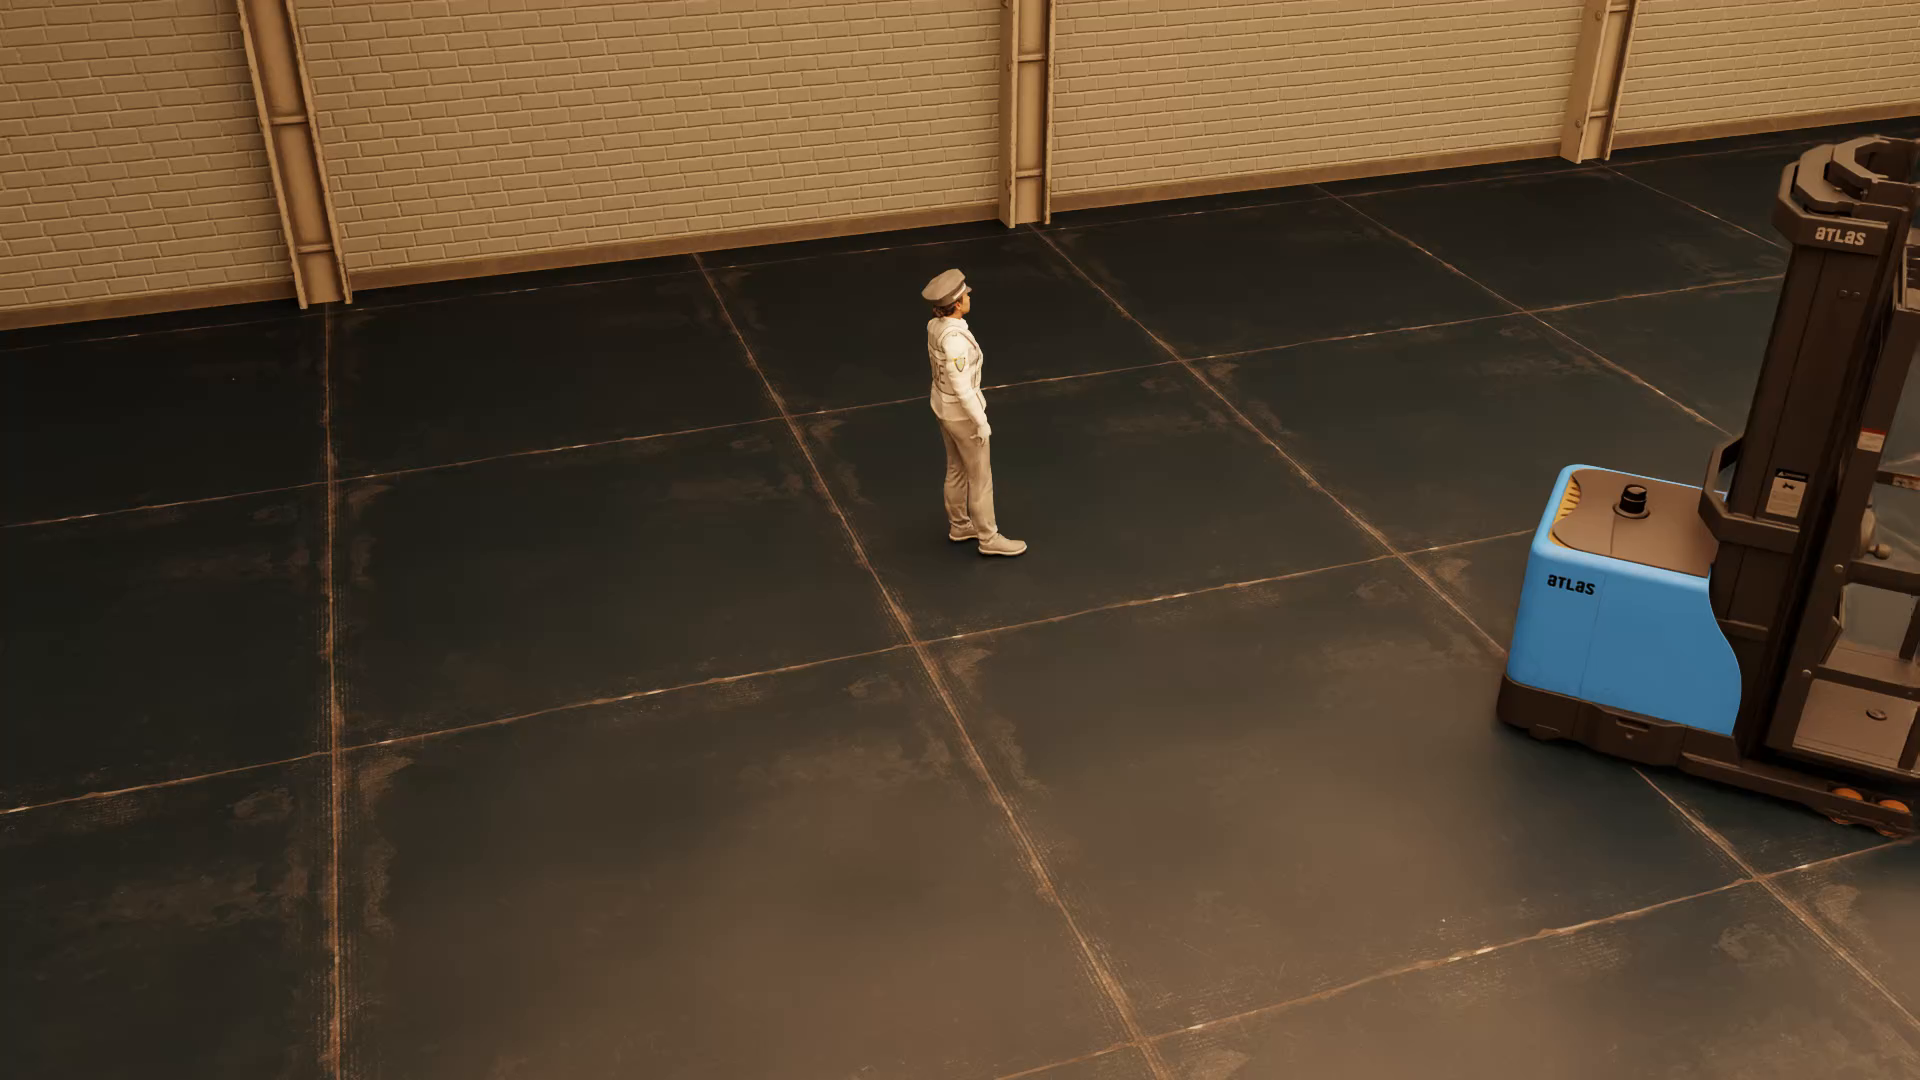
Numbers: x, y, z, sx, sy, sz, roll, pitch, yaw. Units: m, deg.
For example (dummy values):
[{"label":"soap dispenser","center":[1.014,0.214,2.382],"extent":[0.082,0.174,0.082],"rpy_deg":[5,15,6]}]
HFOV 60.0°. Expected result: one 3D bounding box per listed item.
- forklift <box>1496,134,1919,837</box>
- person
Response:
[{"label":"forklift","center":[4.252,-0.208,7.449],"extent":[3.031,2.935,1.130],"rpy_deg":[14,33,23]},{"label":"person","center":[0.065,-0.748,9.613],"extent":[0.533,1.696,0.588],"rpy_deg":[-10,31,-16]}]
